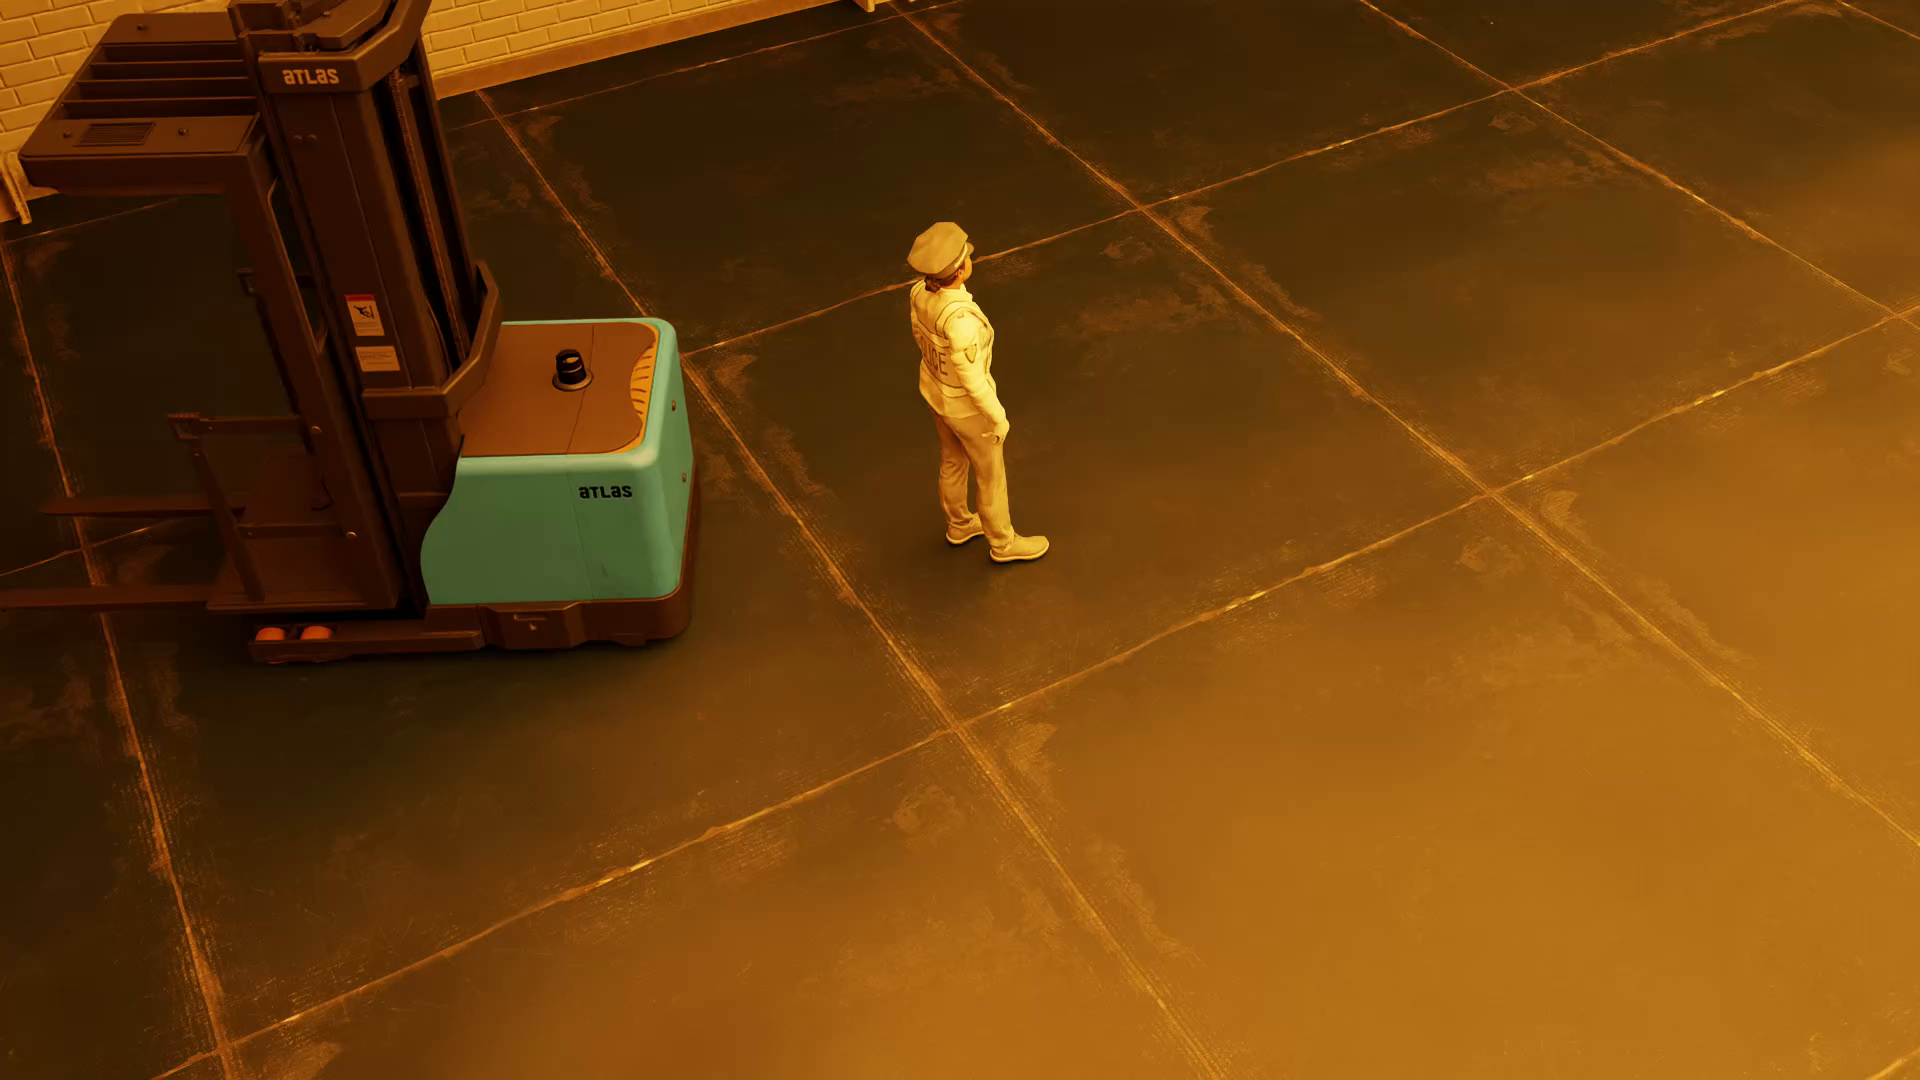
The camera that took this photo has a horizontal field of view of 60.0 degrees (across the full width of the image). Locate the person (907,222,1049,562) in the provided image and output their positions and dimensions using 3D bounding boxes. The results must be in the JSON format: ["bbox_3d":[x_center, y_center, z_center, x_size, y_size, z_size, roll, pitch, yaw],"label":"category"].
[{"bbox_3d":[0.061,-0.646,7.292,0.534,1.696,0.587,-21,47,-21],"label":"person"}]

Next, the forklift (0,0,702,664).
[{"bbox_3d":[-2.735,-0.903,6.671,3.031,2.935,1.130,-2,43,-2],"label":"forklift"}]
